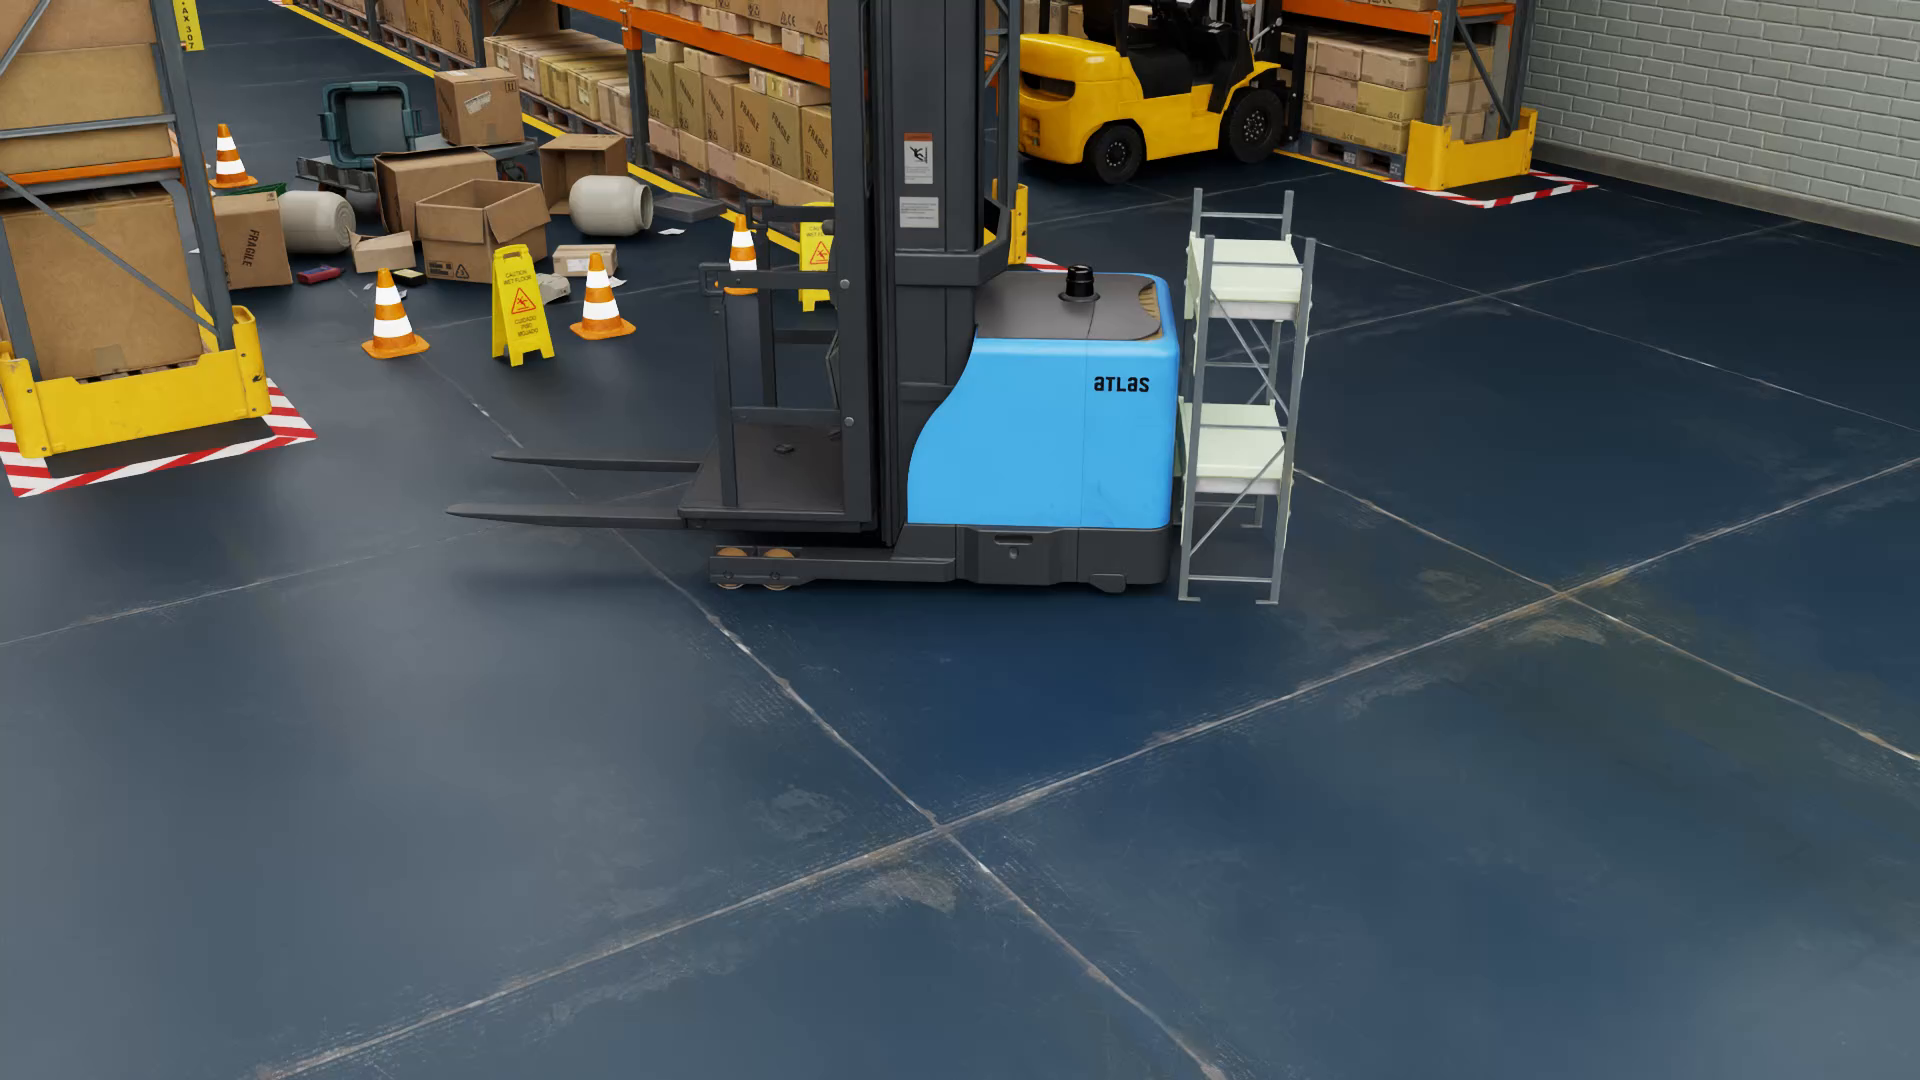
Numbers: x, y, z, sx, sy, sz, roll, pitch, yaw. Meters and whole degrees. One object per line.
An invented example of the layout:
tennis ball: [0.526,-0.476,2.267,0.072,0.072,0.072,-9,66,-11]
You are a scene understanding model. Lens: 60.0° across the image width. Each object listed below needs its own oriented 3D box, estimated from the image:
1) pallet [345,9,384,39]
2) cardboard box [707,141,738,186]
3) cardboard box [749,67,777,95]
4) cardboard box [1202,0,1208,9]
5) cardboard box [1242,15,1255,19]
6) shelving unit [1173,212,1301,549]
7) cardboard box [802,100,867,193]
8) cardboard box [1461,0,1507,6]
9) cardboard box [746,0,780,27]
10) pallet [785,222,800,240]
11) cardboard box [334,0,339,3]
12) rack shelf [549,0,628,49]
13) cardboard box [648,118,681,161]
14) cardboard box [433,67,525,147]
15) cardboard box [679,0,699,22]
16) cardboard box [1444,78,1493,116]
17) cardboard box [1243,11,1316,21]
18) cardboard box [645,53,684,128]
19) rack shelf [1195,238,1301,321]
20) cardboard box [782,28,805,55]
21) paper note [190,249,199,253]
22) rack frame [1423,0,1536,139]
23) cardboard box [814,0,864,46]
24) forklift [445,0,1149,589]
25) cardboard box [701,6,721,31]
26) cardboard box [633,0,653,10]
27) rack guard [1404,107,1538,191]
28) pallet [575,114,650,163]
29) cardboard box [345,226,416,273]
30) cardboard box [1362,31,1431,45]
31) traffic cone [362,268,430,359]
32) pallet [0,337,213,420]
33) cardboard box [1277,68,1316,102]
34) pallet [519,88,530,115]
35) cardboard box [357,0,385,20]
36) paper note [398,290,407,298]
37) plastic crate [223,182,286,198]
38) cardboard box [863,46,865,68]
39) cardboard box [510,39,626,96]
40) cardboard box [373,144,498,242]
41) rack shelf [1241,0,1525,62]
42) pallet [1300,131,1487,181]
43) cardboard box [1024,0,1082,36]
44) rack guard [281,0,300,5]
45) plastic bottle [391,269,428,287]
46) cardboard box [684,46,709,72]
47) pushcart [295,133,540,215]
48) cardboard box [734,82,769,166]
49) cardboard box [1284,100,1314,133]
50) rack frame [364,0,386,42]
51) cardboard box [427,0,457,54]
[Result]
pallet: [-6.966,-6.459,20.684,1.003,0.211,1.213,-16,29,-30]
cardboard box: [-1.561,-2.863,12.530,0.500,0.250,0.500,-16,30,-30]
cardboard box: [-1.256,-3.243,11.696,0.380,0.149,0.250,-14,29,-27]
cardboard box: [2.338,-4.994,15.872,0.500,0.250,0.500,-15,29,-29]
cardboard box: [2.460,-4.518,14.865,0.500,0.250,0.500,-14,29,-28]
shelving unit: [1.116,-0.587,6.731,0.431,1.308,0.731,2,25,3]
cardboard box: [-0.722,-2.649,11.197,0.500,0.500,0.500,-15,29,-29]
cardboard box: [4.053,-4.582,13.326,0.500,0.500,0.500,-14,29,-28]
cardboard box: [-1.133,-3.807,11.335,0.500,0.500,0.500,-16,29,-30]
pallet: [-0.521,-2.202,11.668,1.003,0.211,1.213,-16,29,-30]
cardboard box: [-7.850,-7.353,21.822,0.875,0.438,0.875,-15,29,-28]
rack shelf: [-3.341,-4.958,15.082,1.077,0.370,4.000,-16,29,-30]
cardboard box: [-2.154,-3.240,13.330,0.500,0.250,0.500,-17,30,-32]
cardboard box: [-3.725,-3.354,12.883,0.500,0.500,0.500,-16,29,-30]
cardboard box: [-1.889,-4.004,12.513,0.380,0.149,0.250,-15,29,-28]
cardboard box: [4.008,-3.684,13.684,0.500,0.250,0.500,-15,29,-29]
cardboard box: [2.892,-4.632,15.106,0.500,0.250,0.500,-15,29,-29]
cardboard box: [-2.154,-3.580,13.170,0.500,0.500,0.500,-14,29,-27]
rack shelf: [1.121,-1.026,6.518,0.368,0.124,0.686,2,25,3]
cardboard box: [-0.969,-3.354,11.135,0.380,0.149,0.250,-15,29,-29]
paper note: [-5.216,-2.006,11.464,0.142,0.020,0.147,7,26,15]
rack frame: [4.091,-4.295,12.835,1.000,3.000,0.127,-16,29,-30]
cardboard box: [-0.593,-3.447,10.572,0.500,0.500,0.500,-16,30,-30]
forklift: [-0.629,-1.344,6.664,3.031,2.935,1.121,2,25,3]
cardboard box: [-1.656,-3.807,12.095,0.380,0.149,0.250,-15,29,-29]
cardboard box: [-2.346,-4.267,13.069,0.380,0.149,0.250,-16,29,-30]
rack guard: [4.104,-3.156,13.351,1.175,0.500,0.348,-16,29,-30]
pallet: [-2.676,-3.585,14.597,1.003,0.211,1.213,-16,29,-30]
cardboard box: [-3.860,-1.956,11.083,0.396,0.266,0.258,-10,27,-21]
cardboard box: [3.711,-4.088,13.953,0.500,0.250,0.500,-15,29,-29]
traffic cone: [-3.258,-1.321,9.507,0.336,0.463,0.334,-16,29,-30]
pallet: [-4.660,-0.954,9.024,1.003,0.211,1.213,-16,29,-30]
cardboard box: [0.982,-5.520,17.399,0.979,0.399,8.696,-15,29,-29]
pallet: [-4.008,-4.458,16.446,1.003,0.211,1.213,-16,29,-30]
cardboard box: [-14.379,-2.508,10.490,25.399,1.350,10.438,-16,30,-30]
paper note: [-3.569,-1.546,10.491,0.144,0.017,0.142,-6,26,-12]
plastic crate: [-5.149,-2.376,11.995,0.450,0.188,0.662,-10,25,2]
cardboard box: [-0.449,-3.108,10.613,0.380,0.149,0.250,-14,29,-28]
cardboard box: [-3.724,-4.534,15.926,0.950,0.372,0.625,-16,30,-31]
cardboard box: [-3.664,-2.441,11.671,0.797,0.637,0.503,-16,29,-30]
rack shelf: [2.999,-4.685,14.504,1.077,0.370,4.000,-16,29,-30]
pallet: [3.638,-3.298,13.989,1.003,0.211,1.213,-16,29,-30]
cardboard box: [1.196,-5.305,17.265,0.875,0.625,0.625,-16,30,-30]
rack guard: [-8.814,-7.738,23.056,1.175,0.500,0.348,-16,29,-30]
plastic bottle: [-3.600,-1.709,10.798,0.283,0.061,0.133,18,31,33]
cardboard box: [-1.854,-3.631,12.518,0.380,0.149,0.250,-14,29,-28]
pushcart: [-4.133,-2.833,12.809,0.936,0.377,1.648,18,31,33]
cardboard box: [-1.279,-3.017,11.977,0.500,0.500,0.500,-16,30,-31]
cardboard box: [3.040,-3.697,14.297,0.500,0.250,0.500,-15,29,-29]
rack frame: [-6.617,-7.429,19.474,1.000,3.000,0.127,-16,29,-30]
cardboard box: [-5.224,-5.814,18.049,0.875,0.875,0.875,-15,29,-29]
